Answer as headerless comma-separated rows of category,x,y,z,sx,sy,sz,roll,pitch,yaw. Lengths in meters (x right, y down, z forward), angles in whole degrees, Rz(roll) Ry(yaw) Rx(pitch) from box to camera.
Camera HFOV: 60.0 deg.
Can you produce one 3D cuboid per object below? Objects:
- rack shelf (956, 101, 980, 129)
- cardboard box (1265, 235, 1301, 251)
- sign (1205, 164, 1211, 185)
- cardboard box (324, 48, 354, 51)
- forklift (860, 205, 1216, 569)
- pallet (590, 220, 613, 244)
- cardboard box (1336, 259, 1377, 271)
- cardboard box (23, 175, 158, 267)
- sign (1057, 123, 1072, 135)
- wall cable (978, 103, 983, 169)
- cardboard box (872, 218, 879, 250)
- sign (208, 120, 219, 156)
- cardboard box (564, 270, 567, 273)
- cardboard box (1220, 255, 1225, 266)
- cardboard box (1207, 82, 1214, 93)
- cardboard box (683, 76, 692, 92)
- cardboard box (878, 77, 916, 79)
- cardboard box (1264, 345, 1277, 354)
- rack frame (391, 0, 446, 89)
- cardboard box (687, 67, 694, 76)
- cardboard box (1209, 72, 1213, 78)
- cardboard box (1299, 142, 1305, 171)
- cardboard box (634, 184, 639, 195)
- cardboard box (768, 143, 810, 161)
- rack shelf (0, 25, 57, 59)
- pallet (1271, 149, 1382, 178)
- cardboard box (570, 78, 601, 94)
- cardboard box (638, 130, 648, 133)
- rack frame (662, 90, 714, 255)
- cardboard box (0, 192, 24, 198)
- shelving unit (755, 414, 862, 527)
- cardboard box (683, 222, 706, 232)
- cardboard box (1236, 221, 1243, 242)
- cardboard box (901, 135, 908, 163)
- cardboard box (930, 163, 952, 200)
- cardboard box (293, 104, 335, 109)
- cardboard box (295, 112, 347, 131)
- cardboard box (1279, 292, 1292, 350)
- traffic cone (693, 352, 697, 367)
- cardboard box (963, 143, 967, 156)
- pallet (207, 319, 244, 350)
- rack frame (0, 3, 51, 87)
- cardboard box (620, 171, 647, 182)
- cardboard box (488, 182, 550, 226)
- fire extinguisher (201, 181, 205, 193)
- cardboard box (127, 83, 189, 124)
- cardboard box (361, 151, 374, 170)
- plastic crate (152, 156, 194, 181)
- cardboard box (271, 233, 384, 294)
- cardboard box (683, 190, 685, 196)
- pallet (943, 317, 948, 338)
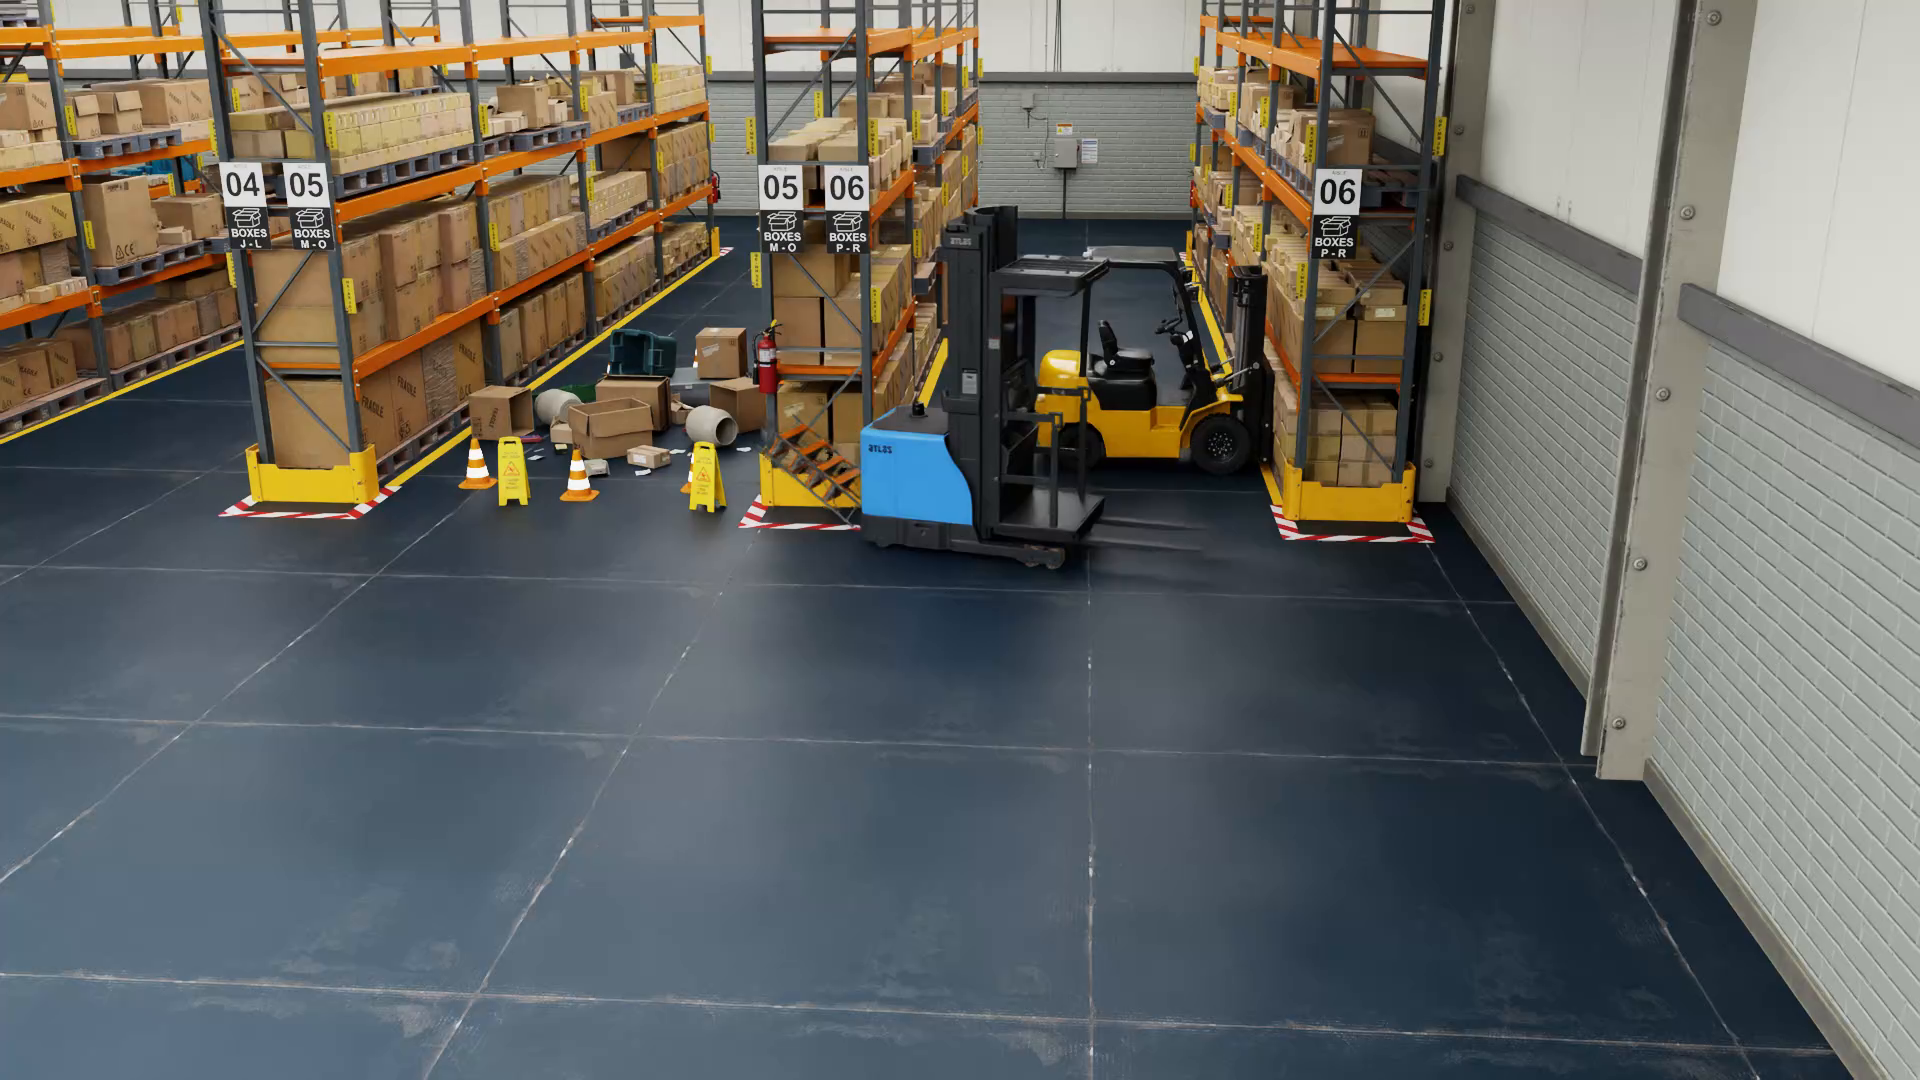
rack shelf,-0.319,-7.202,28.423,1.077,0.370,4.000,1,18,4
cardboard box,3.597,-3.308,18.520,0.380,0.149,0.250,2,18,5
sign,3.947,-5.809,26.443,0.100,0.325,0.005,1,18,4
cardboard box,-10.273,-8.087,27.768,0.500,0.250,0.500,0,18,0
forklift,0.692,-1.334,14.287,3.031,2.935,1.130,6,19,17
pallet,-5.748,-4.467,24.045,1.213,0.211,1.003,1,18,4
cardboard box,4.006,-2.737,16.779,0.380,0.149,0.250,1,18,4
cardboard box,-10.723,-3.962,20.559,1.000,1.000,1.000,1,18,4
sign,2.250,-8.857,35.810,0.339,0.242,0.001,1,18,4
wall cable,0.206,-8.989,35.857,0.585,1.953,0.123,1,18,4
cardboard box,-1.283,-3.545,18.680,0.700,0.500,0.500,1,18,3
sign,-6.807,-3.674,15.207,0.100,0.325,0.005,1,18,4
cardboard box,-5.906,-3.920,24.206,0.500,0.250,0.500,1,18,3
cardboard box,4.187,-4.272,25.442,0.380,0.149,0.250,1,18,4
cardboard box,4.030,-6.999,25.739,0.380,0.149,0.250,2,18,6
cardboard box,-4.974,-7.944,28.969,0.500,0.250,0.500,2,18,5
cardboard box,-0.912,-6.481,24.233,0.500,0.500,0.500,1,18,4
cardboard box,3.521,-1.969,18.251,0.500,0.250,0.500,1,18,4
rack frame,-10.060,-9.812,30.415,1.000,3.000,0.127,1,18,4
cardboard box,-4.894,-8.251,29.268,0.380,0.149,0.250,2,18,5
cardboard box,4.313,-7.441,26.956,0.500,0.250,0.500,1,18,3
cardboard box,3.404,-3.612,15.693,0.396,0.266,0.258,1,18,4
cardboard box,-5.276,-5.511,26.176,0.380,0.149,0.250,2,18,6
cardboard box,-1.592,-3.567,15.297,0.380,0.149,0.250,1,18,4
rack shelf,-11.063,-5.120,17.257,1.077,0.370,4.000,1,18,4
pallet,3.880,-4.021,17.701,1.003,0.211,1.213,1,18,4
cardboard box,-5.373,-6.530,23.828,0.396,0.266,0.258,1,18,4
cardboard box,-5.560,-6.712,28.345,0.500,0.500,0.500,2,18,5
rack frame,-5.120,-6.819,30.915,1.000,3.000,0.127,1,18,4
cardboard box,-11.206,-3.764,19.348,0.500,0.500,0.500,1,18,4
shelving unit,-1.280,-0.651,15.442,1.200,0.258,0.503,40,28,8
cardboard box,-4.905,-5.776,30.682,0.380,0.149,0.250,1,18,5
cardboard box,3.890,-4.024,21.823,0.500,0.250,0.500,2,18,6
cardboard box,-0.834,-4.208,17.894,0.500,0.250,0.500,1,18,3
cardboard box,-0.391,-5.240,24.331,0.500,0.500,0.500,2,18,5
cardboard box,-6.490,-4.288,16.664,0.380,0.149,0.250,1,18,3
cardboard box,-5.925,-3.878,15.411,0.380,0.149,0.250,1,18,5
cardboard box,3.485,-2.187,16.619,0.500,0.500,0.500,1,18,3
traffic cone,-3.320,-2.336,21.308,0.336,0.463,0.334,1,18,4
cardboard box,-0.144,-6.319,27.624,0.500,0.500,0.500,1,18,3
pallet,-10.691,-2.908,23.460,1.003,0.211,1.213,1,18,4
rack frame,-15.287,-8.680,26.961,1.000,3.000,0.127,1,18,4
cardboard box,-5.241,-5.810,26.611,0.380,0.149,0.250,2,18,6
cardboard box,-5.805,-4.401,21.770,0.700,0.500,0.500,1,18,3
fire extinguisher,-14.536,-6.894,31.868,0.296,0.674,0.183,1,18,4
cardboard box,-10.495,-5.720,21.781,0.500,0.500,0.500,2,18,5
cardboard box,-5.886,-3.659,16.023,0.380,0.149,0.250,1,18,4
plastic crate,-14.838,-7.008,31.341,0.616,0.435,0.499,1,18,4
cardboard box,-6.254,-2.721,16.435,0.875,0.550,0.550,1,18,4
cardboard box,-5.044,-6.111,29.158,0.380,0.149,0.250,2,18,5
pallet,-0.617,-3.173,24.267,1.003,0.211,1.213,1,18,4
